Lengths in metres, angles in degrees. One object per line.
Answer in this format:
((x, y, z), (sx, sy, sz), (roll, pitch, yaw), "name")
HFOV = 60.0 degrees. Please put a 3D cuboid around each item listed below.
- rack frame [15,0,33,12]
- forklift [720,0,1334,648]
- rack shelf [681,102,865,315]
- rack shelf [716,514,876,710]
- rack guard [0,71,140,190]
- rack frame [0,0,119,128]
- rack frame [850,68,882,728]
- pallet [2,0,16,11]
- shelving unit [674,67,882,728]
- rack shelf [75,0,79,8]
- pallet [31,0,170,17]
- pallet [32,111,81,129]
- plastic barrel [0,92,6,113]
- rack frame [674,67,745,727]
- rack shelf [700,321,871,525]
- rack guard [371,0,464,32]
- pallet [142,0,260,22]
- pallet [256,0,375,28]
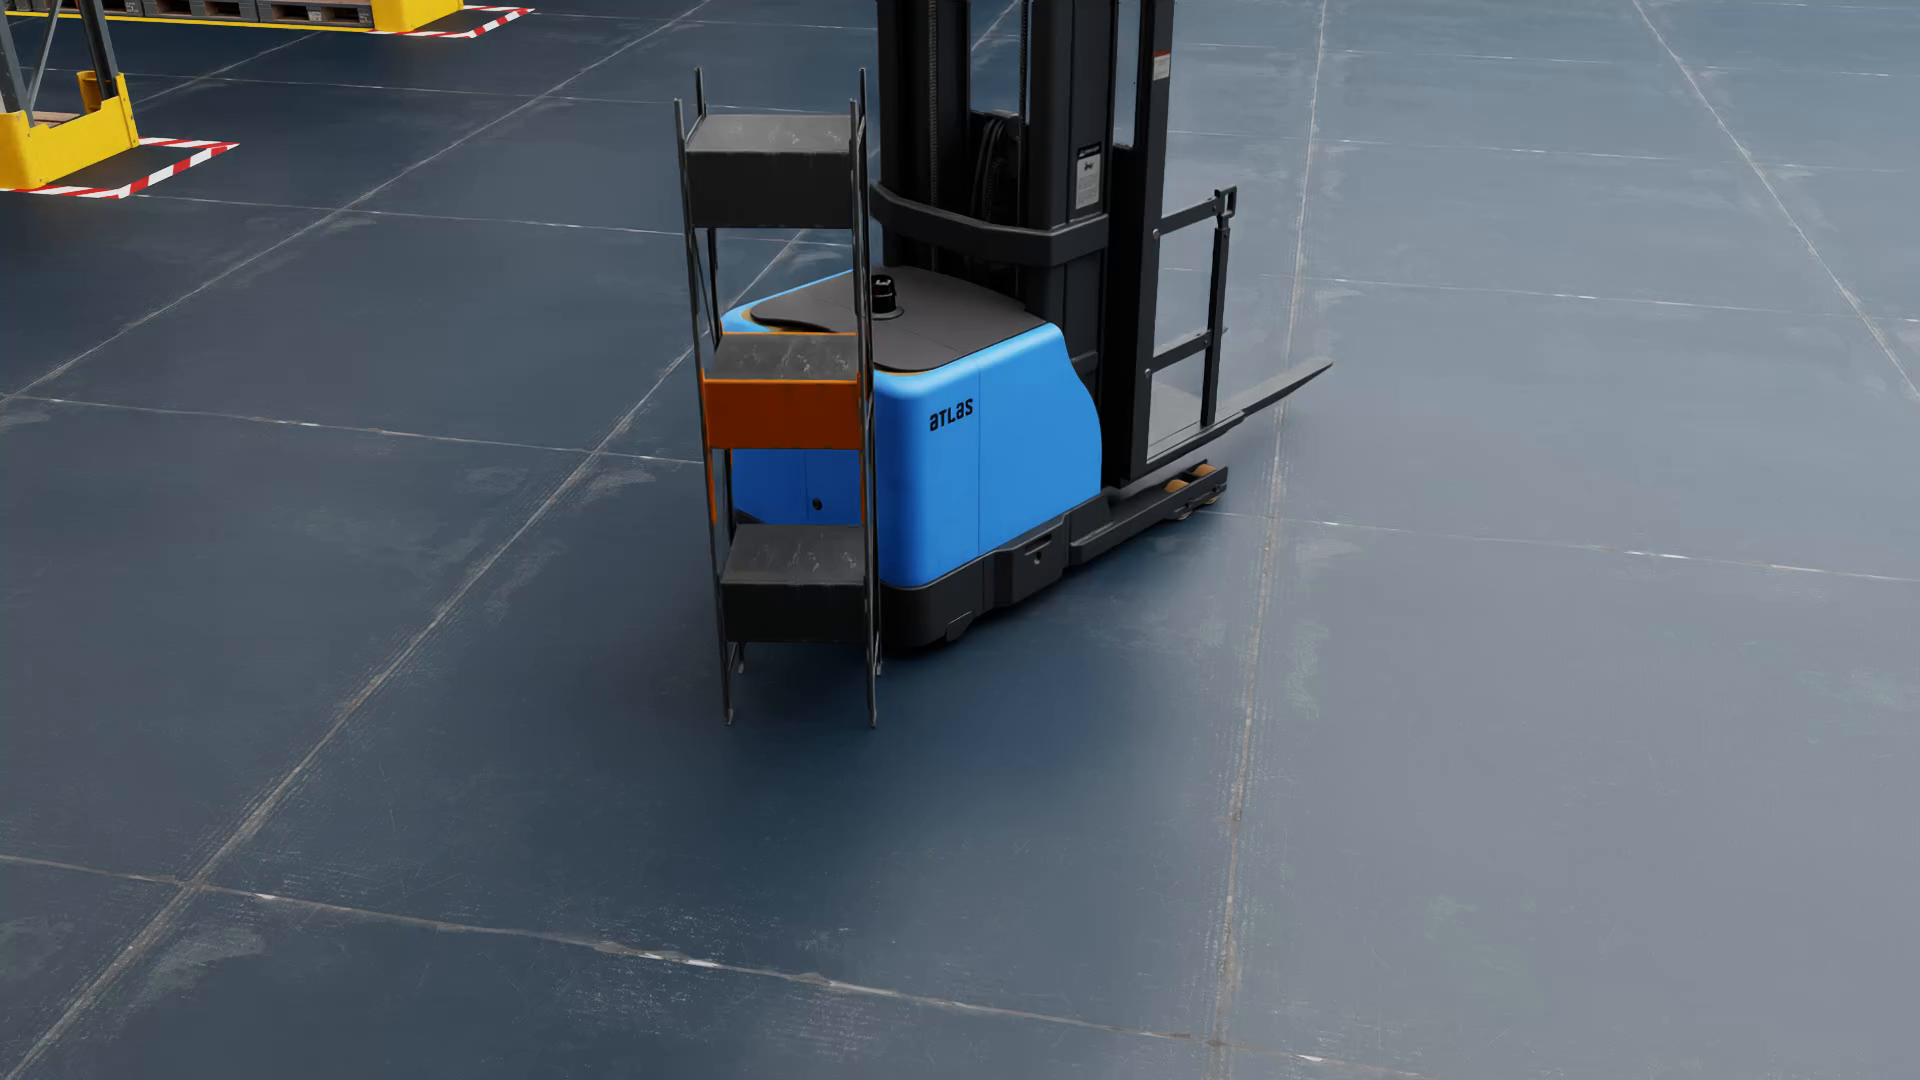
((-8.955, -6.653, 15.779), (0.127, 3.000, 1.000), (6, 29, 11), "rack frame")
((0.483, -1.520, 6.474), (1.130, 2.935, 3.031), (24, 37, 37), "forklift")
((-0.536, -0.988, 4.939), (0.480, 0.518, 0.431), (0, 29, 1), "rack shelf")
((-0.535, 0.240, 5.612), (0.480, 0.518, 0.431), (0, 29, 1), "rack shelf")
((-6.161, -2.815, 11.371), (0.348, 0.500, 1.175), (6, 29, 11), "rack guard")
((-6.077, -3.926, 10.798), (0.127, 3.000, 1.000), (6, 29, 11), "rack frame")
((-0.291, -0.384, 5.265), (0.015, 2.100, 0.400), (0, 29, 1), "rack frame")
((-9.716, -5.507, 16.590), (1.213, 0.211, 1.003), (6, 29, 11), "pallet")
((-0.535, -0.386, 5.269), (0.503, 2.100, 0.431), (0, 29, 1), "shelving unit")
((-8.033, -3.811, 11.337), (4.000, 0.370, 1.077), (6, 29, 11), "rack shelf")
((-8.290, -5.379, 16.356), (1.213, 0.211, 1.003), (6, 29, 11), "pallet")
((-6.955, -2.772, 11.594), (1.213, 0.211, 1.003), (6, 29, 11), "pallet")
((-6.737, -3.049, 11.349), (0.421, 0.512, 0.421), (0, 29, 0), "plastic barrel")
((-0.779, -0.388, 5.273), (0.015, 2.100, 0.400), (0, 29, 1), "rack frame")
((-0.535, -0.374, 5.275), (0.480, 0.518, 0.431), (0, 29, 1), "rack shelf")
((-5.117, -5.163, 15.660), (0.348, 0.500, 1.175), (6, 29, 11), "rack guard")
((-7.094, -5.258, 16.134), (1.213, 0.211, 1.003), (6, 29, 11), "pallet")
((-5.904, -5.135, 15.909), (1.213, 0.211, 1.003), (6, 29, 11), "pallet")
